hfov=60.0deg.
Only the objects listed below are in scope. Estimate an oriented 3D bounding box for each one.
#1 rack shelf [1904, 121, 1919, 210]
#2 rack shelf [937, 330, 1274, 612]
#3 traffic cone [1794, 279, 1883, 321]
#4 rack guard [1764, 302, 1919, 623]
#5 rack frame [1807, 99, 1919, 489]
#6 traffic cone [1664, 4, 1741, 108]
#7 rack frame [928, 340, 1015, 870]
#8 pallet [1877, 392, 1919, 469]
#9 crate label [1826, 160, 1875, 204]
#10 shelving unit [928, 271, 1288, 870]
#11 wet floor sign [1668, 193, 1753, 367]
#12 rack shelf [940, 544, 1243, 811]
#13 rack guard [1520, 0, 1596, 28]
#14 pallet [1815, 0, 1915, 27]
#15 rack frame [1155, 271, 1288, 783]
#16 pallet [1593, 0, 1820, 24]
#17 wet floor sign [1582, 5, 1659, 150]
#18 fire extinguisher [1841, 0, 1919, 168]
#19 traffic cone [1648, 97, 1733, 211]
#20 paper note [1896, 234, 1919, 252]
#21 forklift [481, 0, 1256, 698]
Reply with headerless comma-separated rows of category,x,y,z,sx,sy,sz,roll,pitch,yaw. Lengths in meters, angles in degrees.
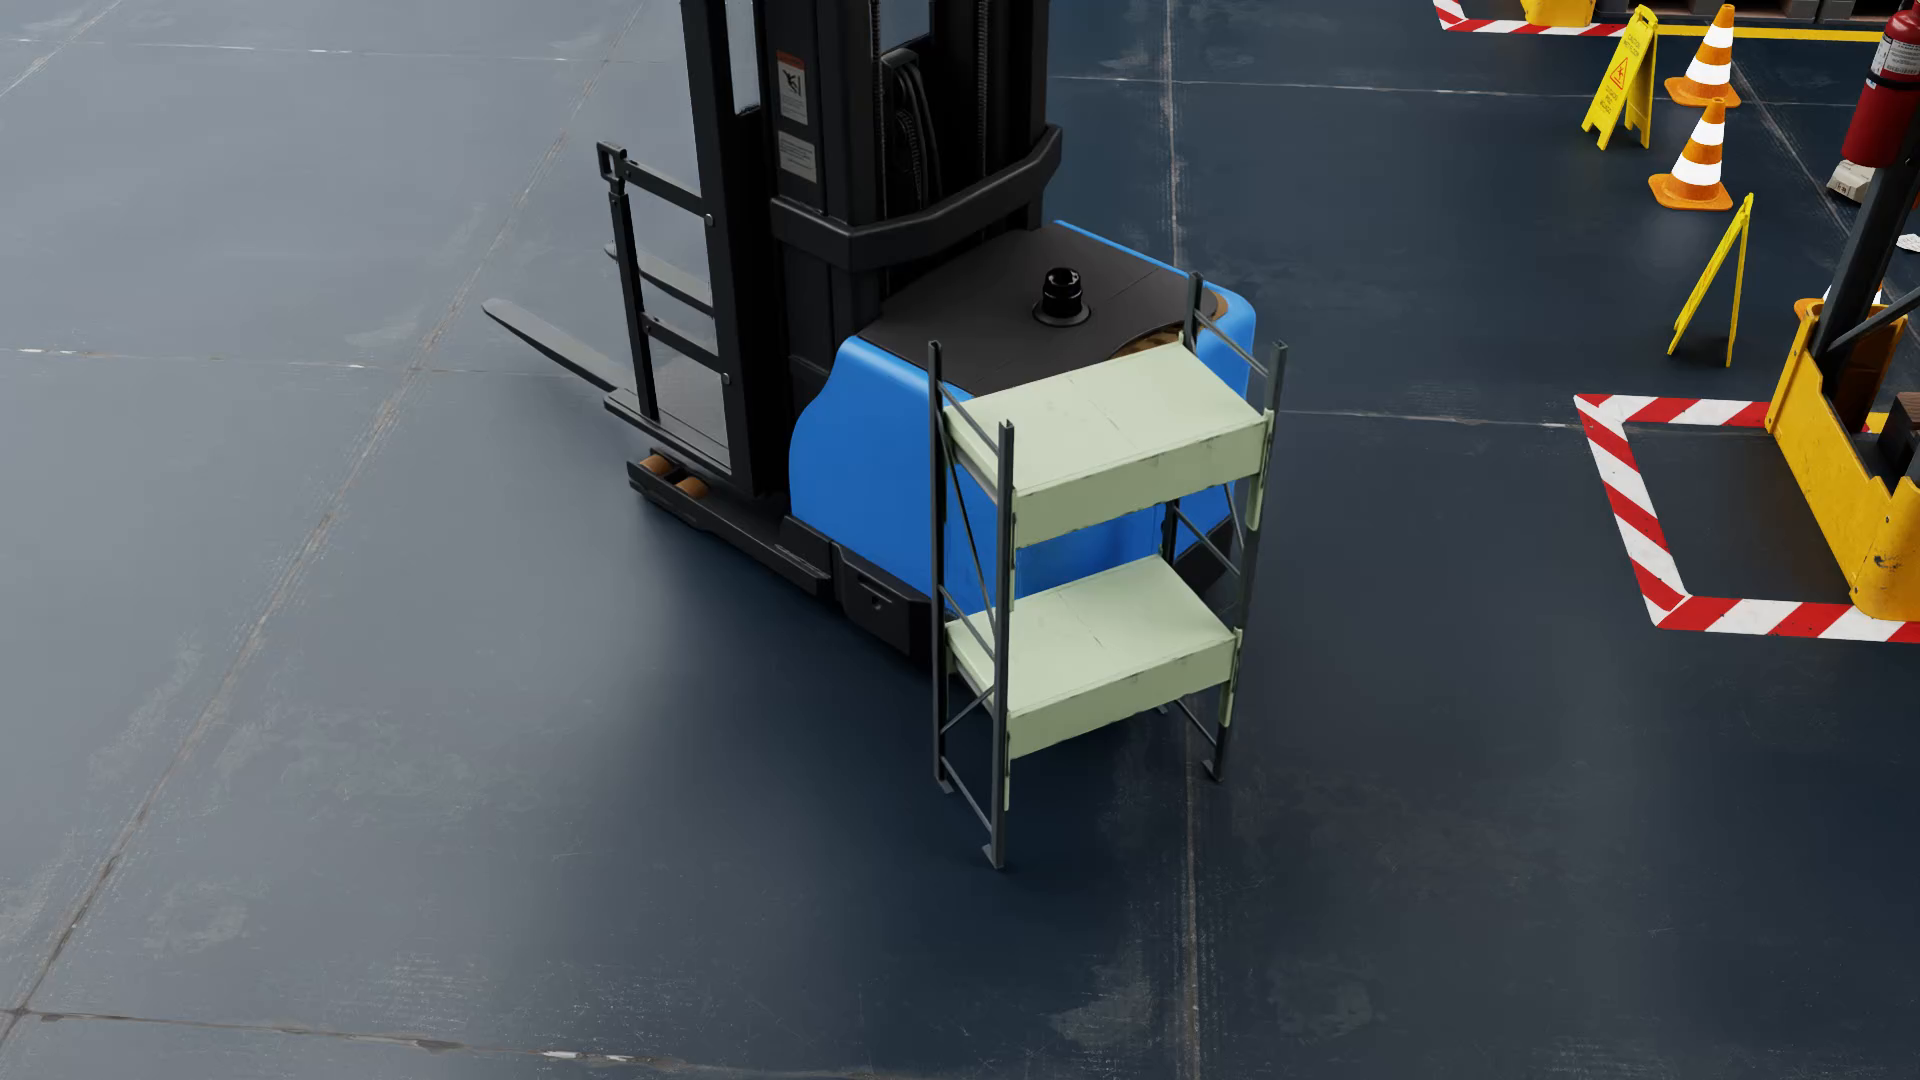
rack shelf,5.086,-0.880,5.025,4.000,0.370,1.077,3,39,4
rack shelf,0.350,-0.185,4.171,0.720,0.370,0.431,-17,42,-20
traffic cone,3.633,-1.072,6.701,0.334,0.463,0.336,3,39,4
rack guard,3.169,-0.294,5.716,0.348,0.500,1.175,3,39,4
rack frame,3.094,-1.268,4.932,0.127,3.000,1.000,3,39,4
traffic cone,3.827,-2.481,8.431,0.334,0.463,0.336,3,39,4
rack frame,0.023,0.221,4.291,0.023,1.500,0.400,-17,42,-20
pallet,3.976,-0.116,5.725,1.213,0.211,1.003,3,39,4
crate label,4.179,-1.658,7.679,0.298,0.136,0.250,-16,42,-19
shelving unit,0.350,0.118,4.417,0.755,1.500,0.431,-17,42,-20
wet floor sign,2.997,-1.038,6.514,0.232,0.644,0.267,16,42,19
rack shelf,0.350,0.371,4.623,0.720,0.370,0.431,-17,42,-20
rack guard,3.396,-3.419,9.554,0.348,0.500,1.175,3,39,4
pallet,5.436,-3.243,9.567,1.213,0.211,1.003,3,39,4
rack frame,0.678,0.015,4.544,0.023,1.500,0.400,-17,42,-20
pallet,4.223,-3.311,9.650,1.213,0.211,1.003,3,39,4
wet floor sign,3.220,-2.230,7.978,0.232,0.644,0.267,-3,39,-4
fire extinguisher,3.019,-1.534,5.320,0.183,0.674,0.296,3,39,4
traffic cone,3.390,-1.789,7.581,0.334,0.463,0.336,3,39,4
paper note,4.207,-1.317,7.344,0.142,0.019,0.148,-10,40,-12
forklift,-0.537,-1.408,5.158,3.031,2.935,1.130,30,48,31
